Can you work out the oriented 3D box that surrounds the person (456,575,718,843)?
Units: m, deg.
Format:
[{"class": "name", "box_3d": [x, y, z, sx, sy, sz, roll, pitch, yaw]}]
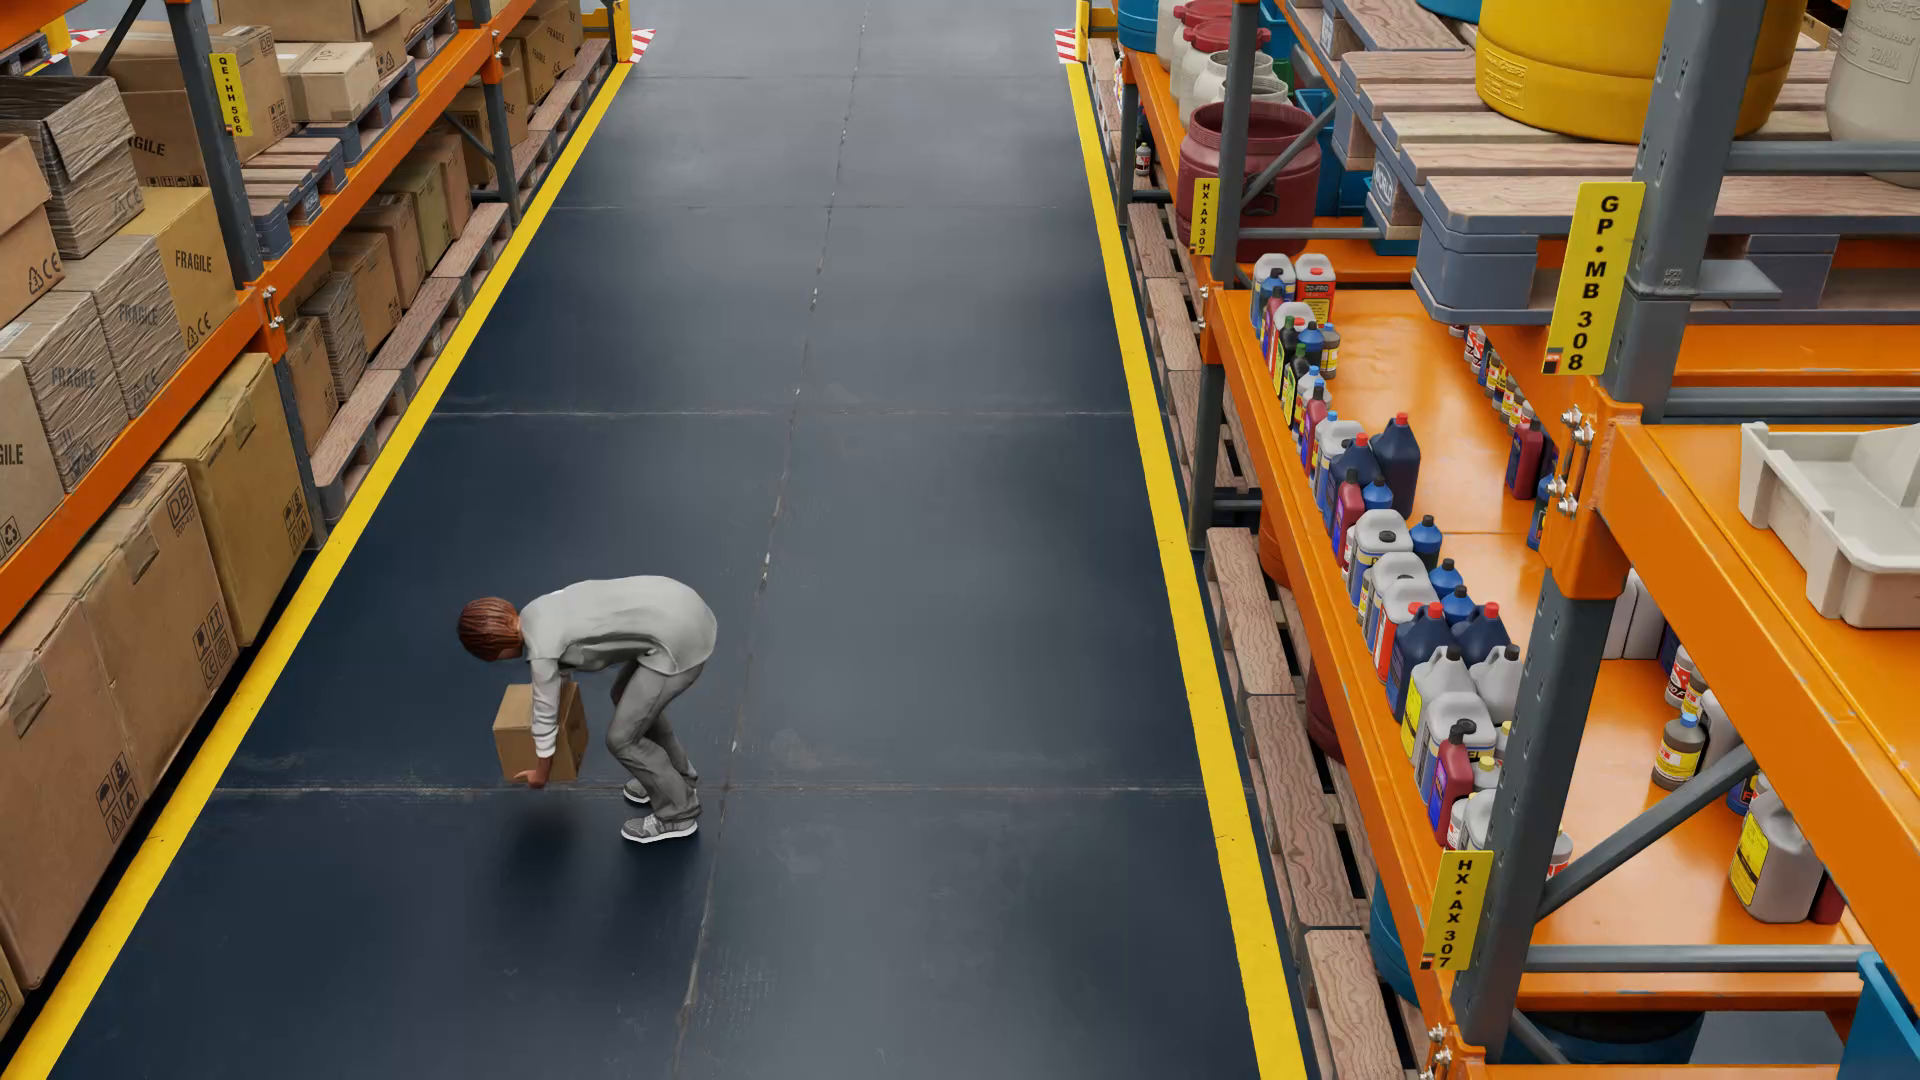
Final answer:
[{"class": "person", "box_3d": [-1.259, 0.581, 5.787, 0.871, 0.990, 0.396, -1, 32, -2]}]
